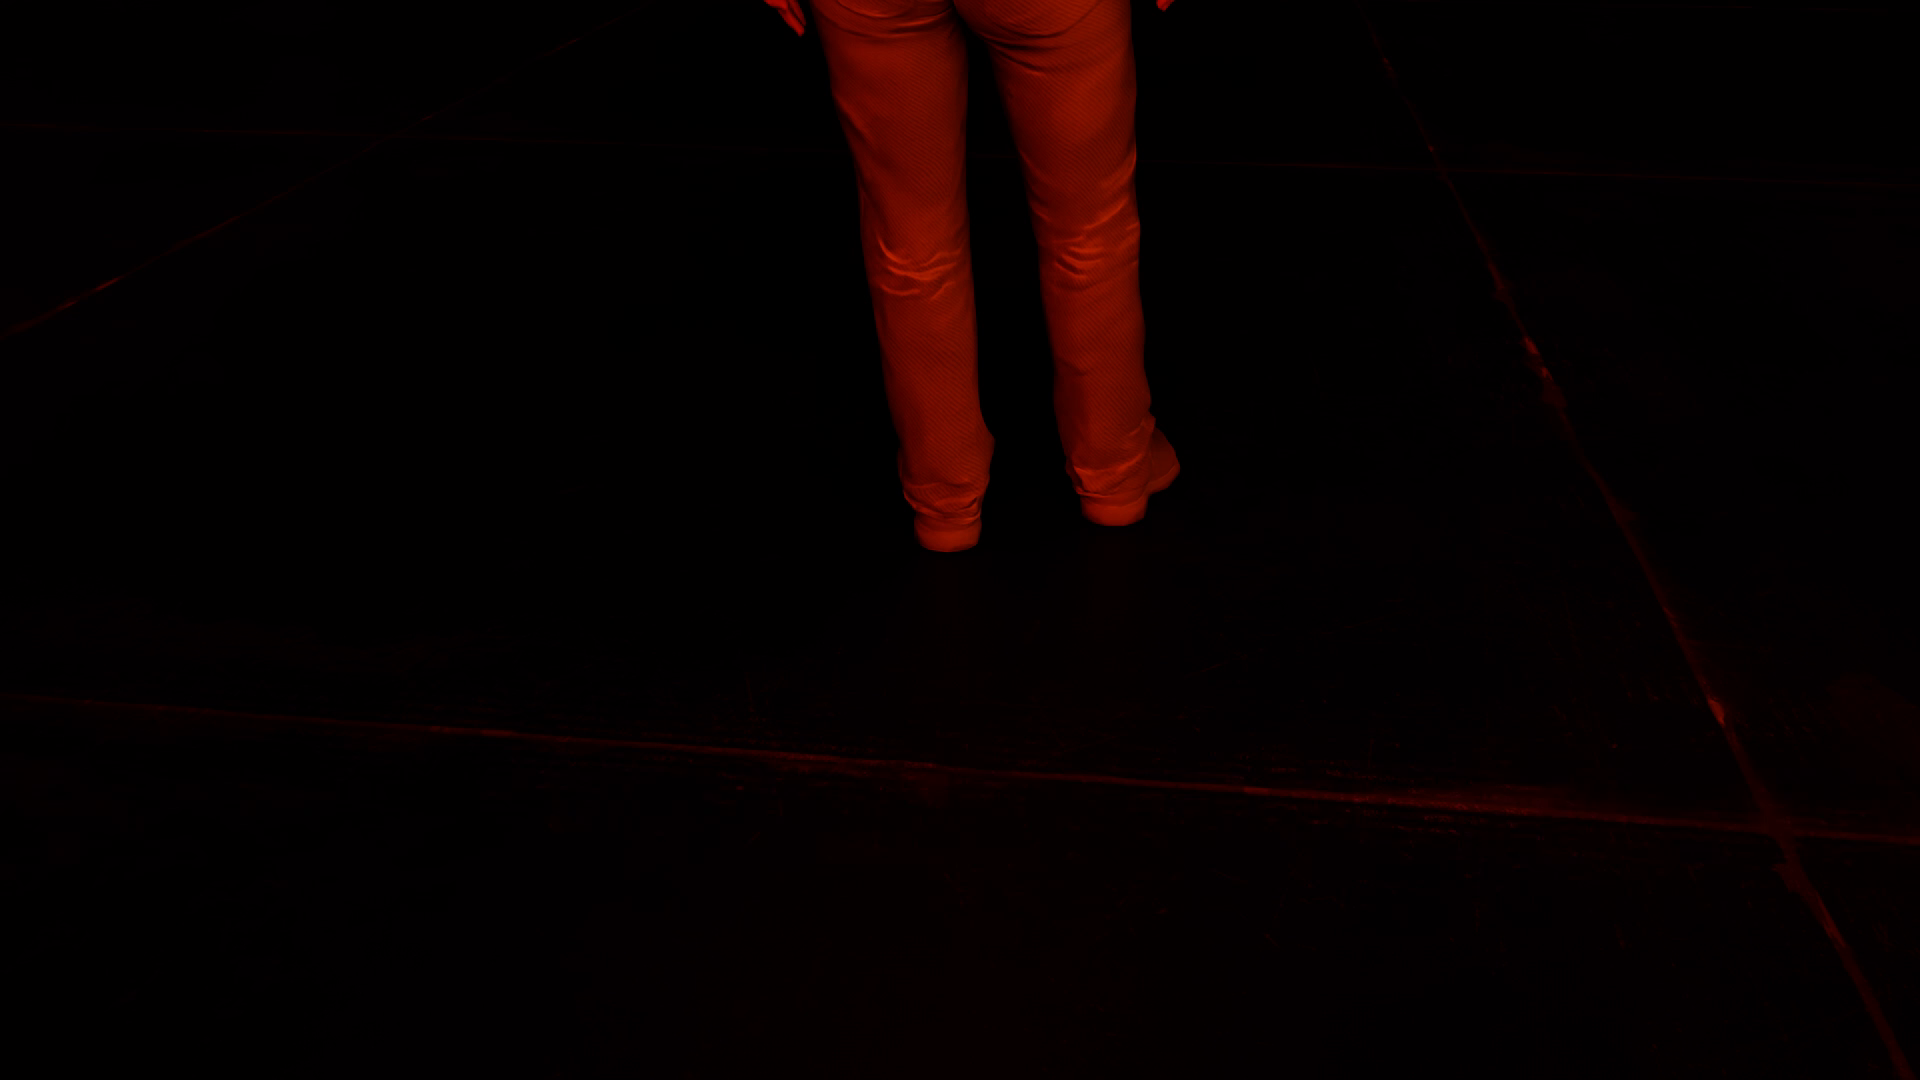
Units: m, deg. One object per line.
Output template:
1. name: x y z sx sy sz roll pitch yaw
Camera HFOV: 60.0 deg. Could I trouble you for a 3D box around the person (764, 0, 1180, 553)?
1. person: 0.015 -0.828 2.156 0.634 1.775 0.566 3 27 7
